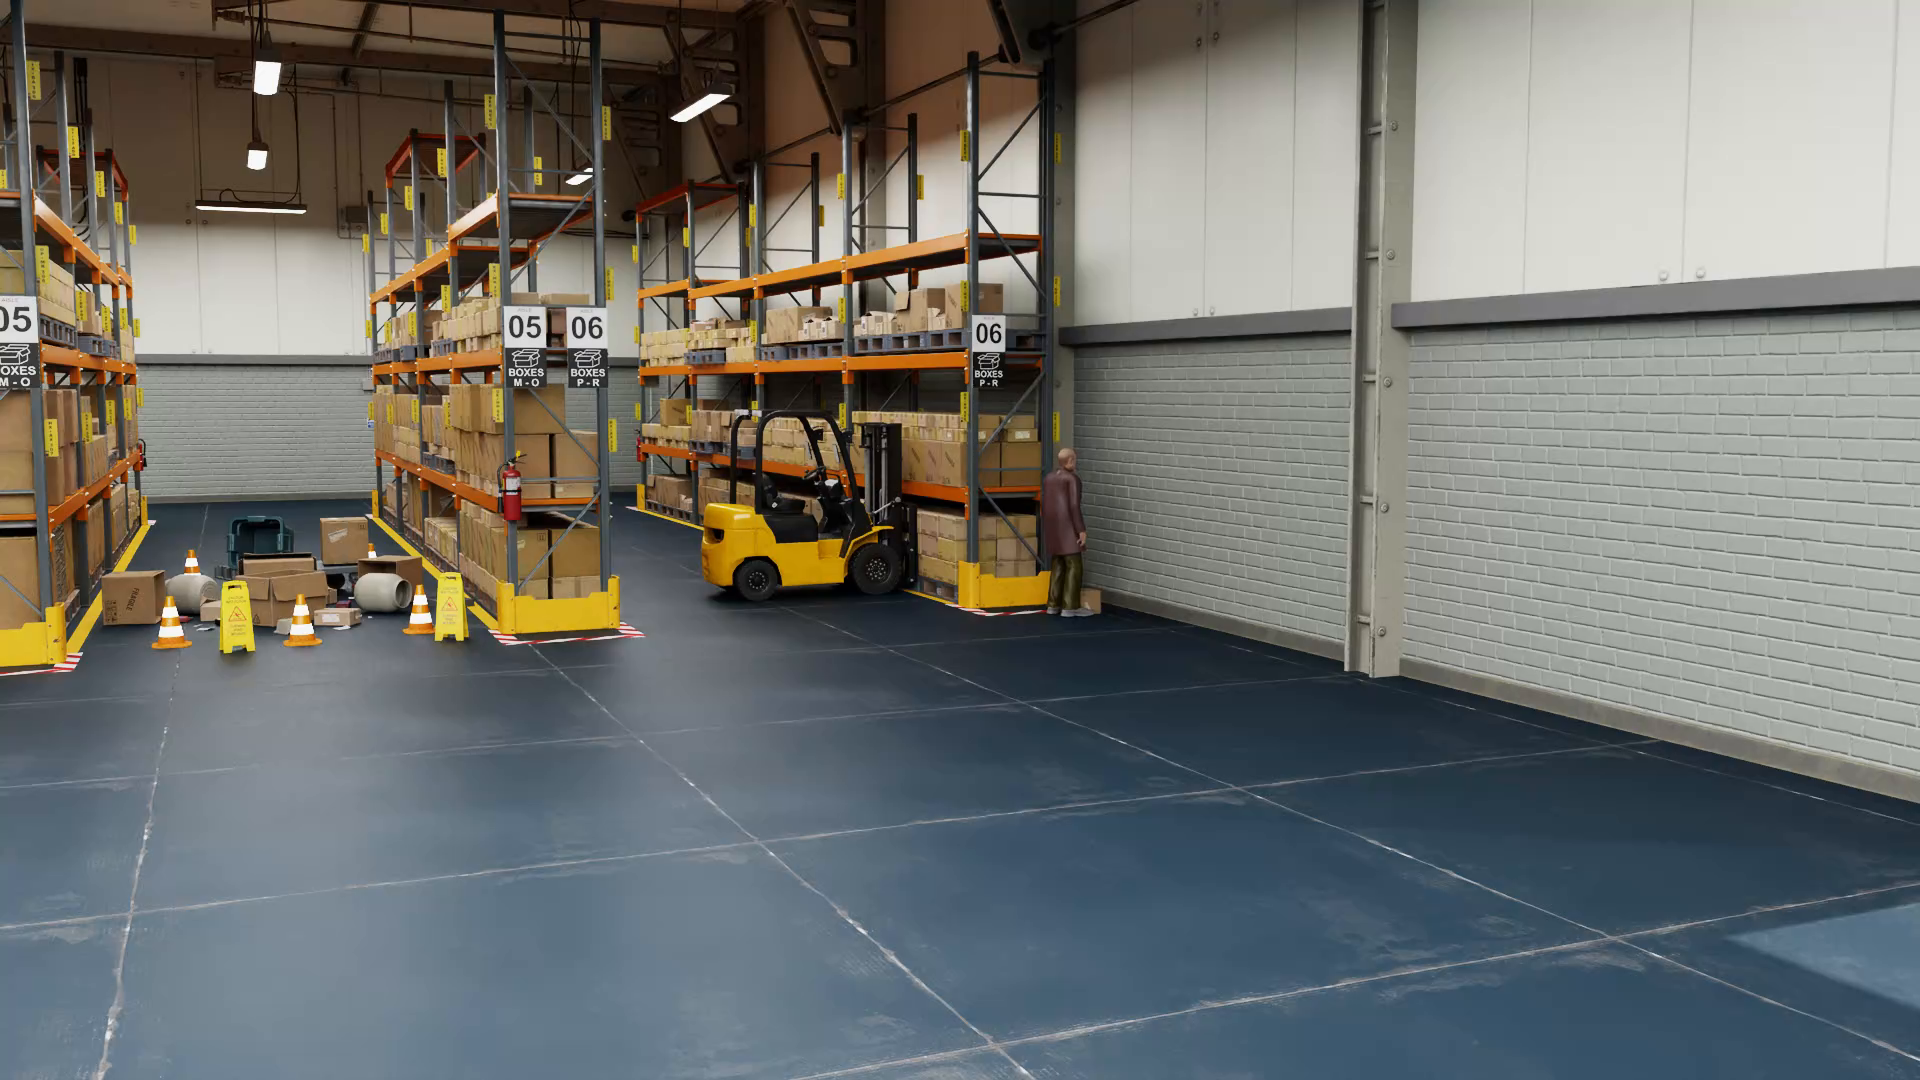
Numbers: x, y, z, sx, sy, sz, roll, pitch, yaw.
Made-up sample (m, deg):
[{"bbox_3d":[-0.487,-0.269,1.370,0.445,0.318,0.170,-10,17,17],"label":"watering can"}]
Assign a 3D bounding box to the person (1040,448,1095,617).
[{"bbox_3d":[1.112,-0.088,17.658,0.429,1.772,0.645,-4,6,-34],"label":"person"}]
